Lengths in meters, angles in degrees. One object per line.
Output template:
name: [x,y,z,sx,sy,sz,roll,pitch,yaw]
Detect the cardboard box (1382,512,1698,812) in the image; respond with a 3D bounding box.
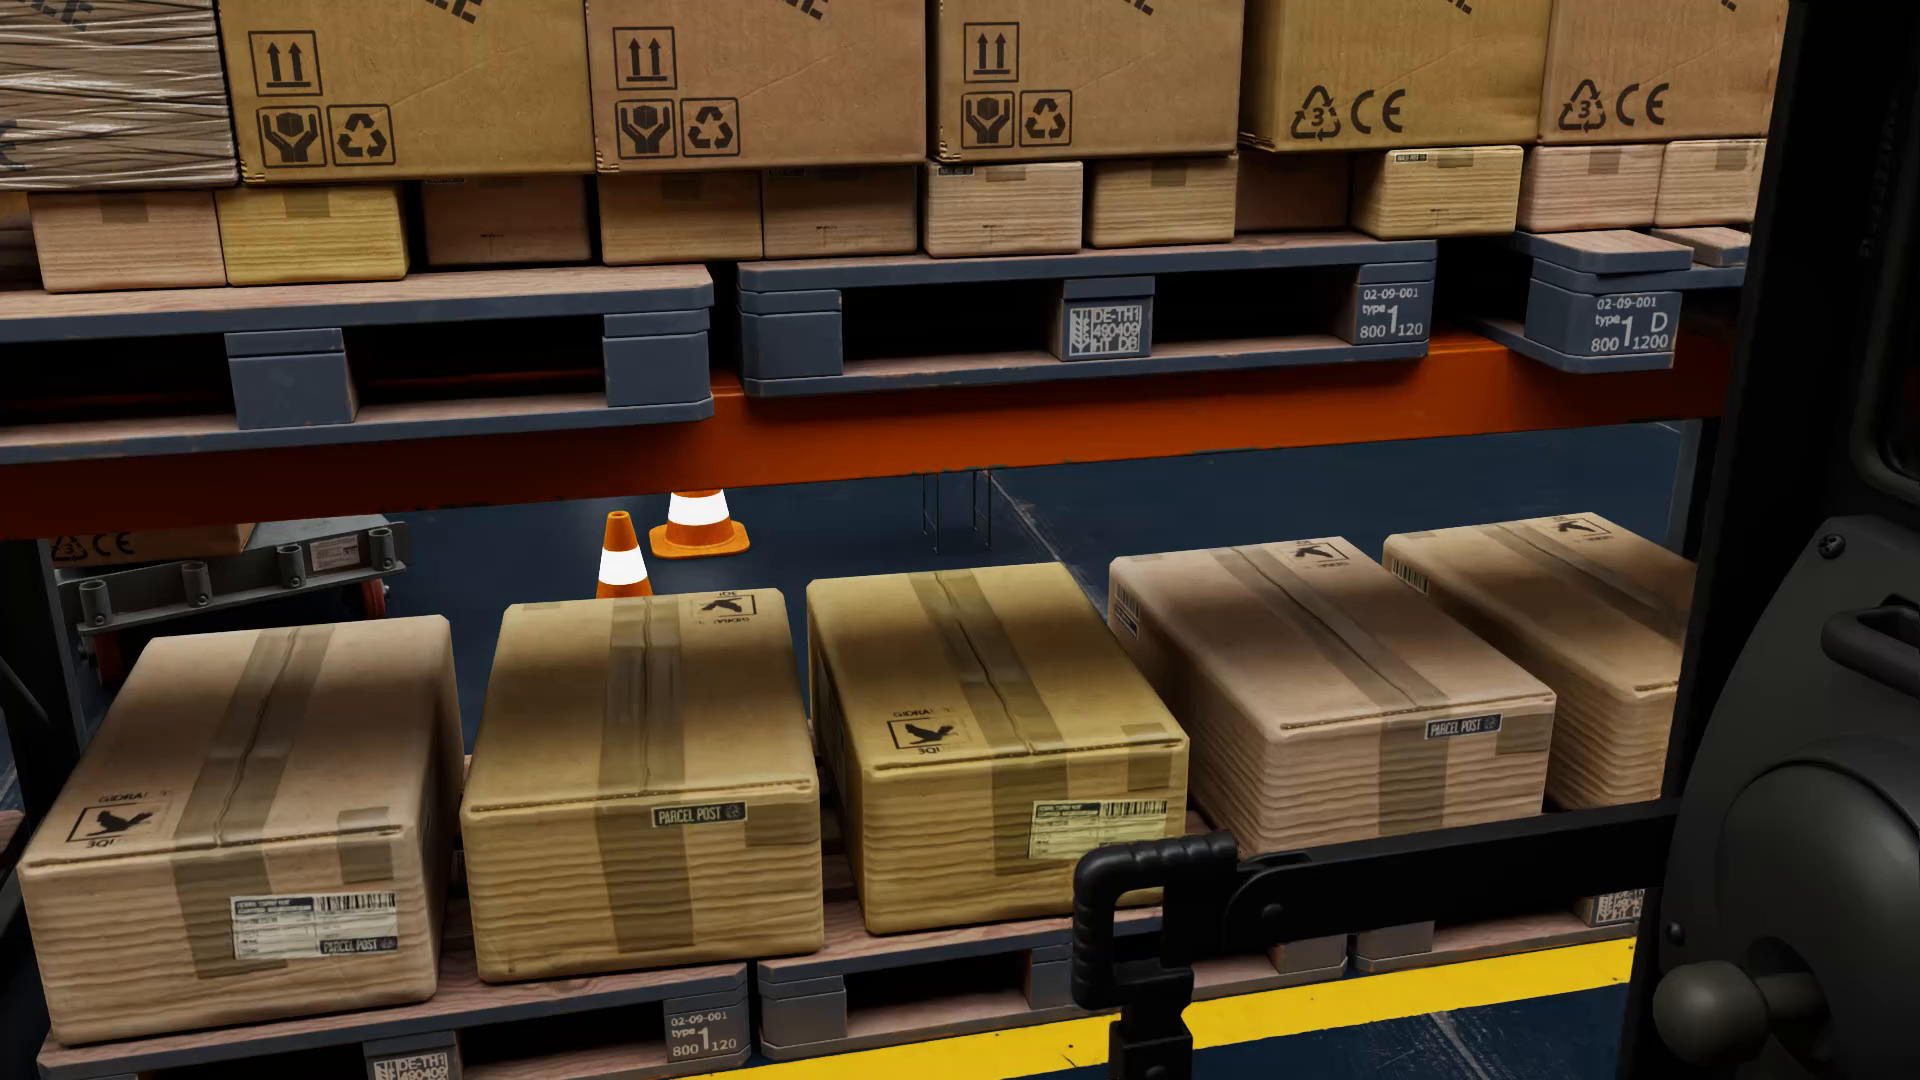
cardboard box: [1.494,0.282,3.893,0.625,0.372,0.950,-6,21,-16]

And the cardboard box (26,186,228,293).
cardboard box: [-1.236,-0.497,2.564,0.250,0.149,0.380,-4,21,-12]

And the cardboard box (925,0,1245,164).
cardboard box: [0.145,-0.923,2.785,0.500,0.500,0.500,-6,21,-15]

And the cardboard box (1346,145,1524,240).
cardboard box: [0.791,-0.646,2.973,0.250,0.149,0.380,-4,21,-12]

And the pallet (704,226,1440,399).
pallet: [0.129,-0.536,3.194,1.213,0.211,1.003,-5,21,-12]

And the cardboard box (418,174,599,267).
cardboard box: [-0.733,-0.561,2.741,0.250,0.149,0.380,-3,20,-9]

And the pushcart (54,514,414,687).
pushcart: [-2.420,-0.007,5.286,0.936,0.377,1.648,-13,24,-31]

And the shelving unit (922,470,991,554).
shelving unit: [-0.014,-0.562,5.605,0.189,1.200,0.258,-5,21,-12]

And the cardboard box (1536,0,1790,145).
cardboard box: [1.167,-1.006,3.012,0.500,0.500,0.500,-5,21,-13]

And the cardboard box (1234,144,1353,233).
cardboard box: [0.517,-0.669,3.034,0.250,0.149,0.380,-4,21,-12]

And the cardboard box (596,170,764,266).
cardboard box: [-0.473,-0.568,2.758,0.250,0.149,0.380,-4,21,-12]

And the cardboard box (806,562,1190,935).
cardboard box: [0.038,0.401,3.568,0.625,0.372,0.950,-4,20,-11]

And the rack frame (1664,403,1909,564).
rack frame: [2.046,-0.796,3.627,0.127,3.000,1.000,-5,21,-12]

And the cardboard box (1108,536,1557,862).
cardboard box: [0.778,0.343,3.727,0.625,0.372,0.950,-5,21,-14]

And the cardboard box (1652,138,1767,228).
cardboard box: [1.302,-0.690,3.092,0.250,0.149,0.380,-5,21,-13]

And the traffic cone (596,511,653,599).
traffic cone: [-0.962,0.145,4.746,0.334,0.463,0.336,-5,21,-12]

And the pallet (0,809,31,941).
pallet: [-2.492,0.895,3.065,1.213,0.211,1.003,-5,21,-12]

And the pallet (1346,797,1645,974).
pallet: [1.285,0.575,3.939,1.213,0.211,1.003,-5,21,-12]

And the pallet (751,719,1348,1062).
pallet: [0.100,0.670,3.678,1.213,0.211,1.003,-5,21,-12]

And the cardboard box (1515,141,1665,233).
cardboard box: [1.055,-0.673,3.045,0.250,0.149,0.380,-6,21,-15]

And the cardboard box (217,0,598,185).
cardboard box: [-0.837,-0.844,2.570,0.500,0.500,0.500,-5,21,-12]

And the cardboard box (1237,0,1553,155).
cardboard box: [0.676,-0.966,2.902,0.500,0.500,0.500,-6,21,-16]

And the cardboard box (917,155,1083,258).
cardboard box: [0.039,-0.590,2.820,0.250,0.149,0.380,-4,20,-10]

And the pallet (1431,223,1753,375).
pallet: [1.377,-0.614,3.408,1.003,0.211,1.213,-5,21,-12]

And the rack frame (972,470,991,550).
rack frame: [0.075,-0.569,5.625,0.006,1.200,0.240,-5,21,-12]

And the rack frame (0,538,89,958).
rack frame: [-1.847,-0.479,2.762,0.127,3.000,1.000,-5,21,-12]

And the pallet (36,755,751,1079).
pallet: [-1.089,0.768,3.412,1.213,0.211,1.003,-5,21,-12]

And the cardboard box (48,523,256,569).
cardboard box: [-2.285,-0.255,4.682,0.500,0.500,0.500,-5,21,-12]

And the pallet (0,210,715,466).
pallet: [-1.069,-0.401,2.828,1.213,0.211,1.003,-5,21,-12]

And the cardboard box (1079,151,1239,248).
cardboard box: [0.292,-0.621,2.905,0.250,0.149,0.380,-5,21,-14]

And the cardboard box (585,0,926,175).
cardboard box: [-0.353,-0.879,2.664,0.500,0.500,0.500,-5,21,-13]

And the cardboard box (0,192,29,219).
cardboard box: [-3.712,-1.301,7.485,0.875,0.875,0.875,-4,21,-12]

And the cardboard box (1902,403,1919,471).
cardboard box: [2.737,-0.022,3.993,0.875,0.875,0.875,-5,21,-13]

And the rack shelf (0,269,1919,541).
rack shelf: [0.100,-0.300,3.318,4.000,0.370,1.077,-5,21,-12]

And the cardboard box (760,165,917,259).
cardboard box: [-0.232,-0.587,2.810,0.250,0.149,0.380,-4,21,-12]

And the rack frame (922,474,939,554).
rack frame: [-0.103,-0.555,5.585,0.006,1.200,0.240,-5,21,-12]

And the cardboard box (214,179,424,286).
cardboard box: [-0.991,-0.513,2.610,0.250,0.149,0.380,-4,21,-11]

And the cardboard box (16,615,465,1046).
cardboard box: [-1.337,0.515,3.258,0.625,0.372,0.950,-4,21,-12]

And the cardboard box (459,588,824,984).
cardboard box: [-0.638,0.457,3.416,0.625,0.372,0.950,-3,20,-9]

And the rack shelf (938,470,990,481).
rack shelf: [-0.014,-0.295,5.703,0.180,0.103,0.258,-5,21,-12]

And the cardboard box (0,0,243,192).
cardboard box: [-1.324,-0.804,2.461,0.500,0.500,0.500,-4,21,-11]

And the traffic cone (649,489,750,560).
traffic cone: [-0.910,-0.213,5.722,0.334,0.463,0.336,-5,21,-12]
